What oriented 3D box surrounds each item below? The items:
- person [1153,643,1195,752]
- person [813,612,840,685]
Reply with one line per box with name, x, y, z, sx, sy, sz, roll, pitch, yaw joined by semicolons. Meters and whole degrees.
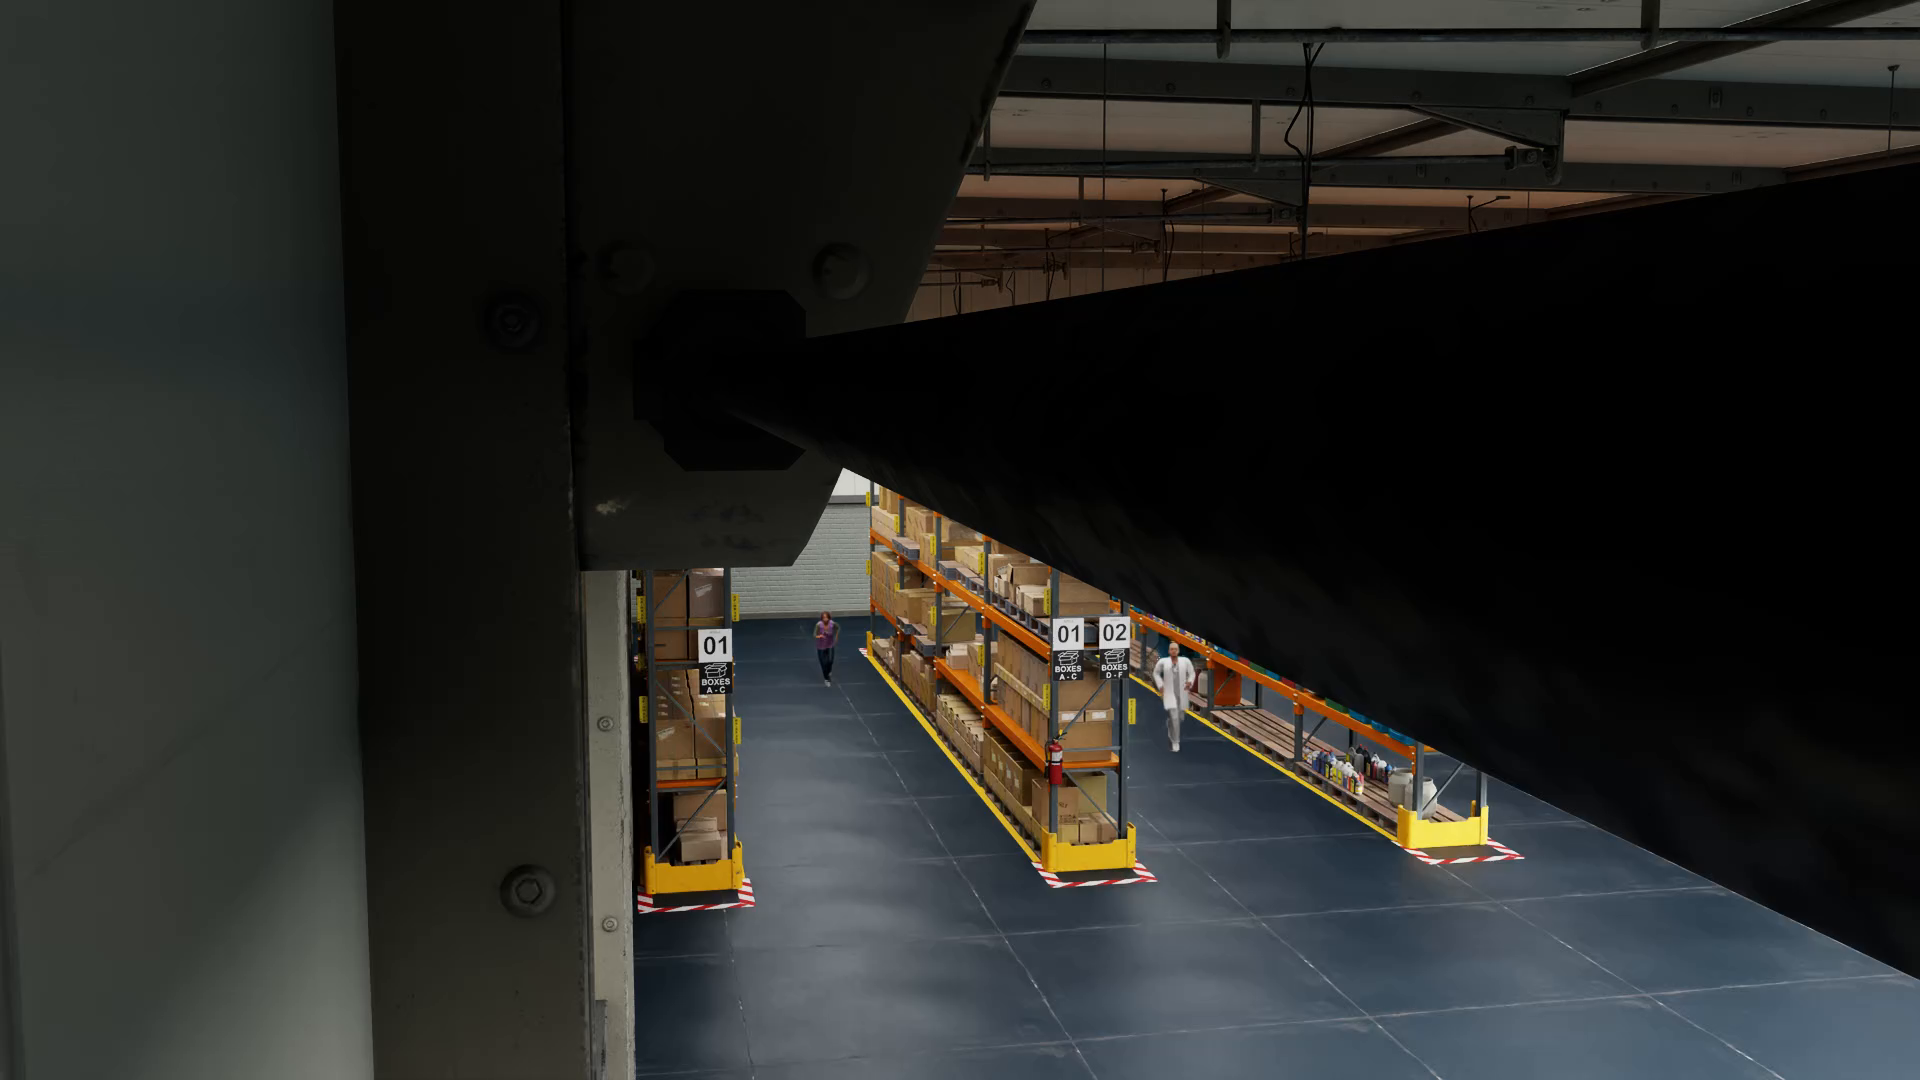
person;3.569;2.581;27.658;0.704;1.772;0.836;0;6;-3
person;-2.626;2.146;32.793;0.526;1.523;0.754;0;6;-4
